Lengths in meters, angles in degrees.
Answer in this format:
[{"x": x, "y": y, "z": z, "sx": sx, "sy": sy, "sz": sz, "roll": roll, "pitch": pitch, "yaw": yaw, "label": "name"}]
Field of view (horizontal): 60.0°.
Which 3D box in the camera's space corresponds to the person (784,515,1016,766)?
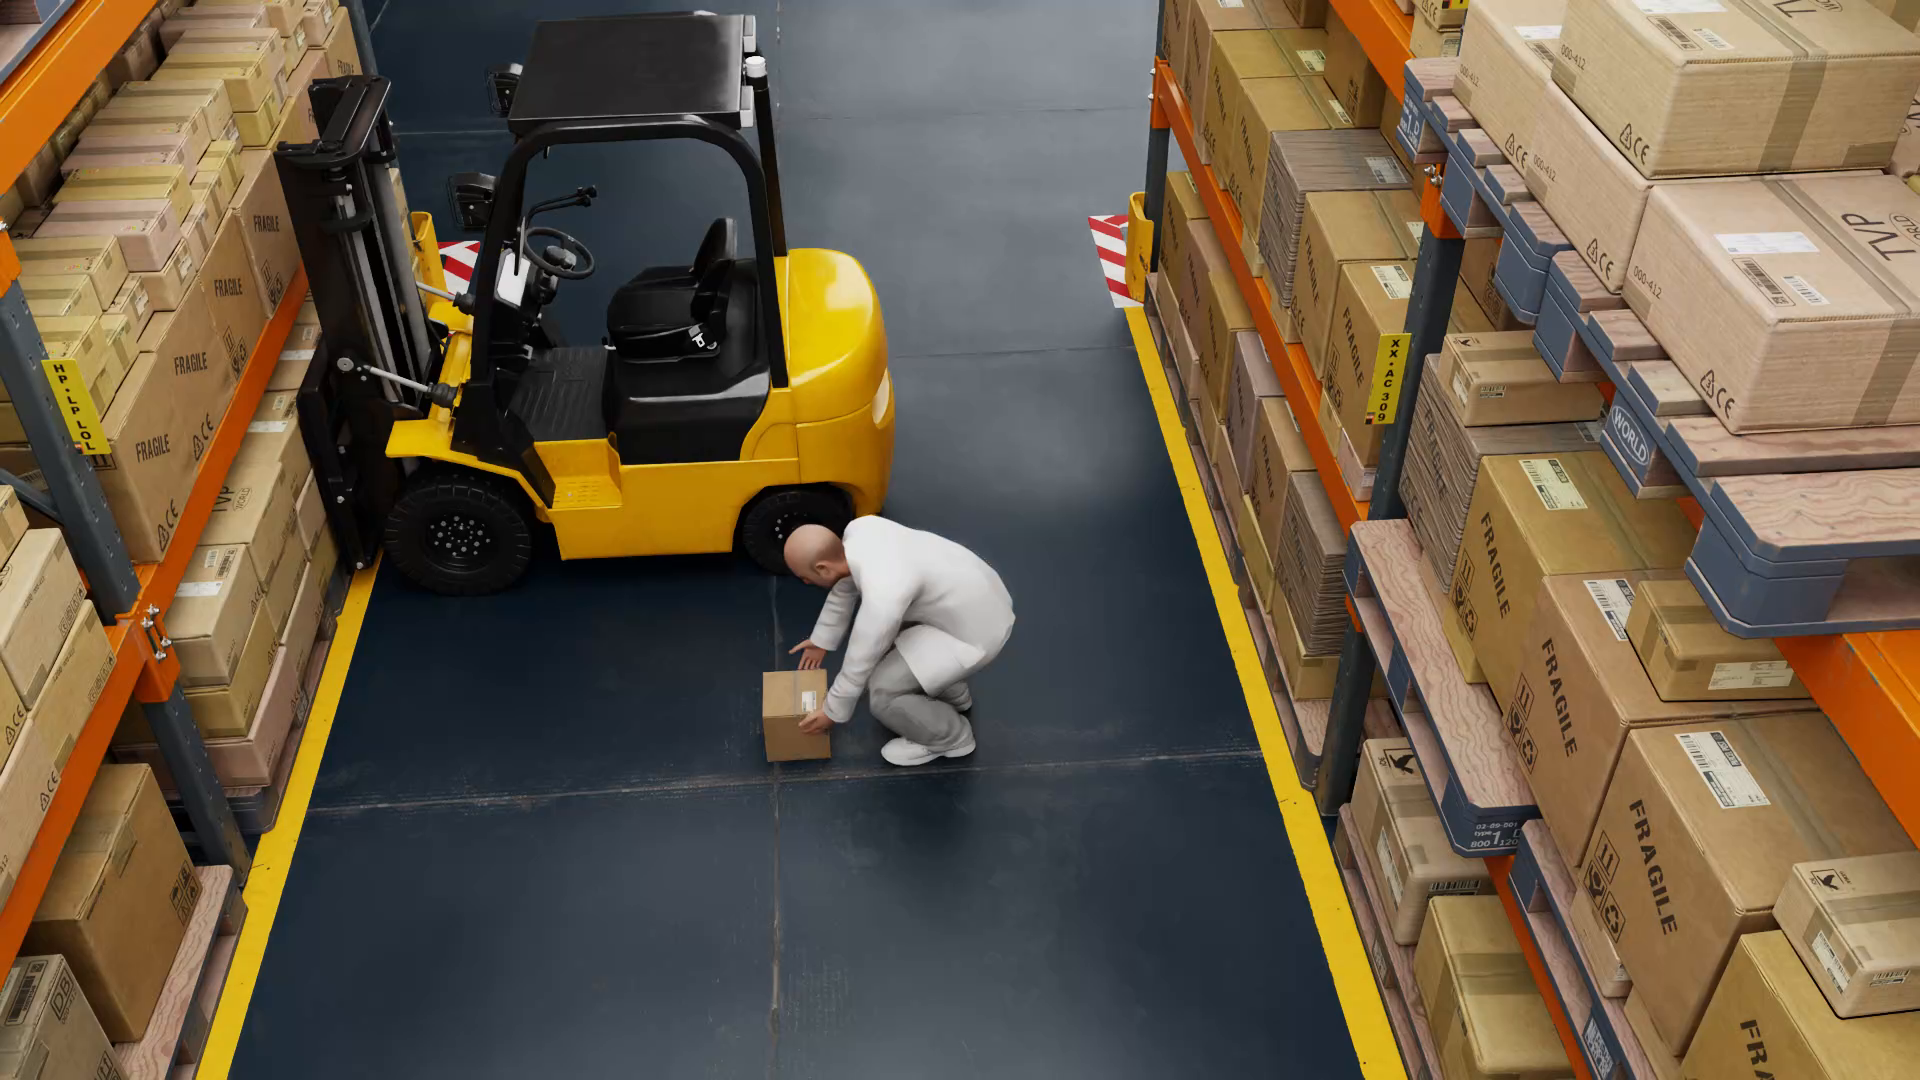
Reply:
[{"x": -0.225, "y": 0.355, "z": 6.281, "sx": 0.865, "sy": 1.081, "sz": 0.616, "roll": -3, "pitch": 39, "yaw": -4, "label": "person"}]
